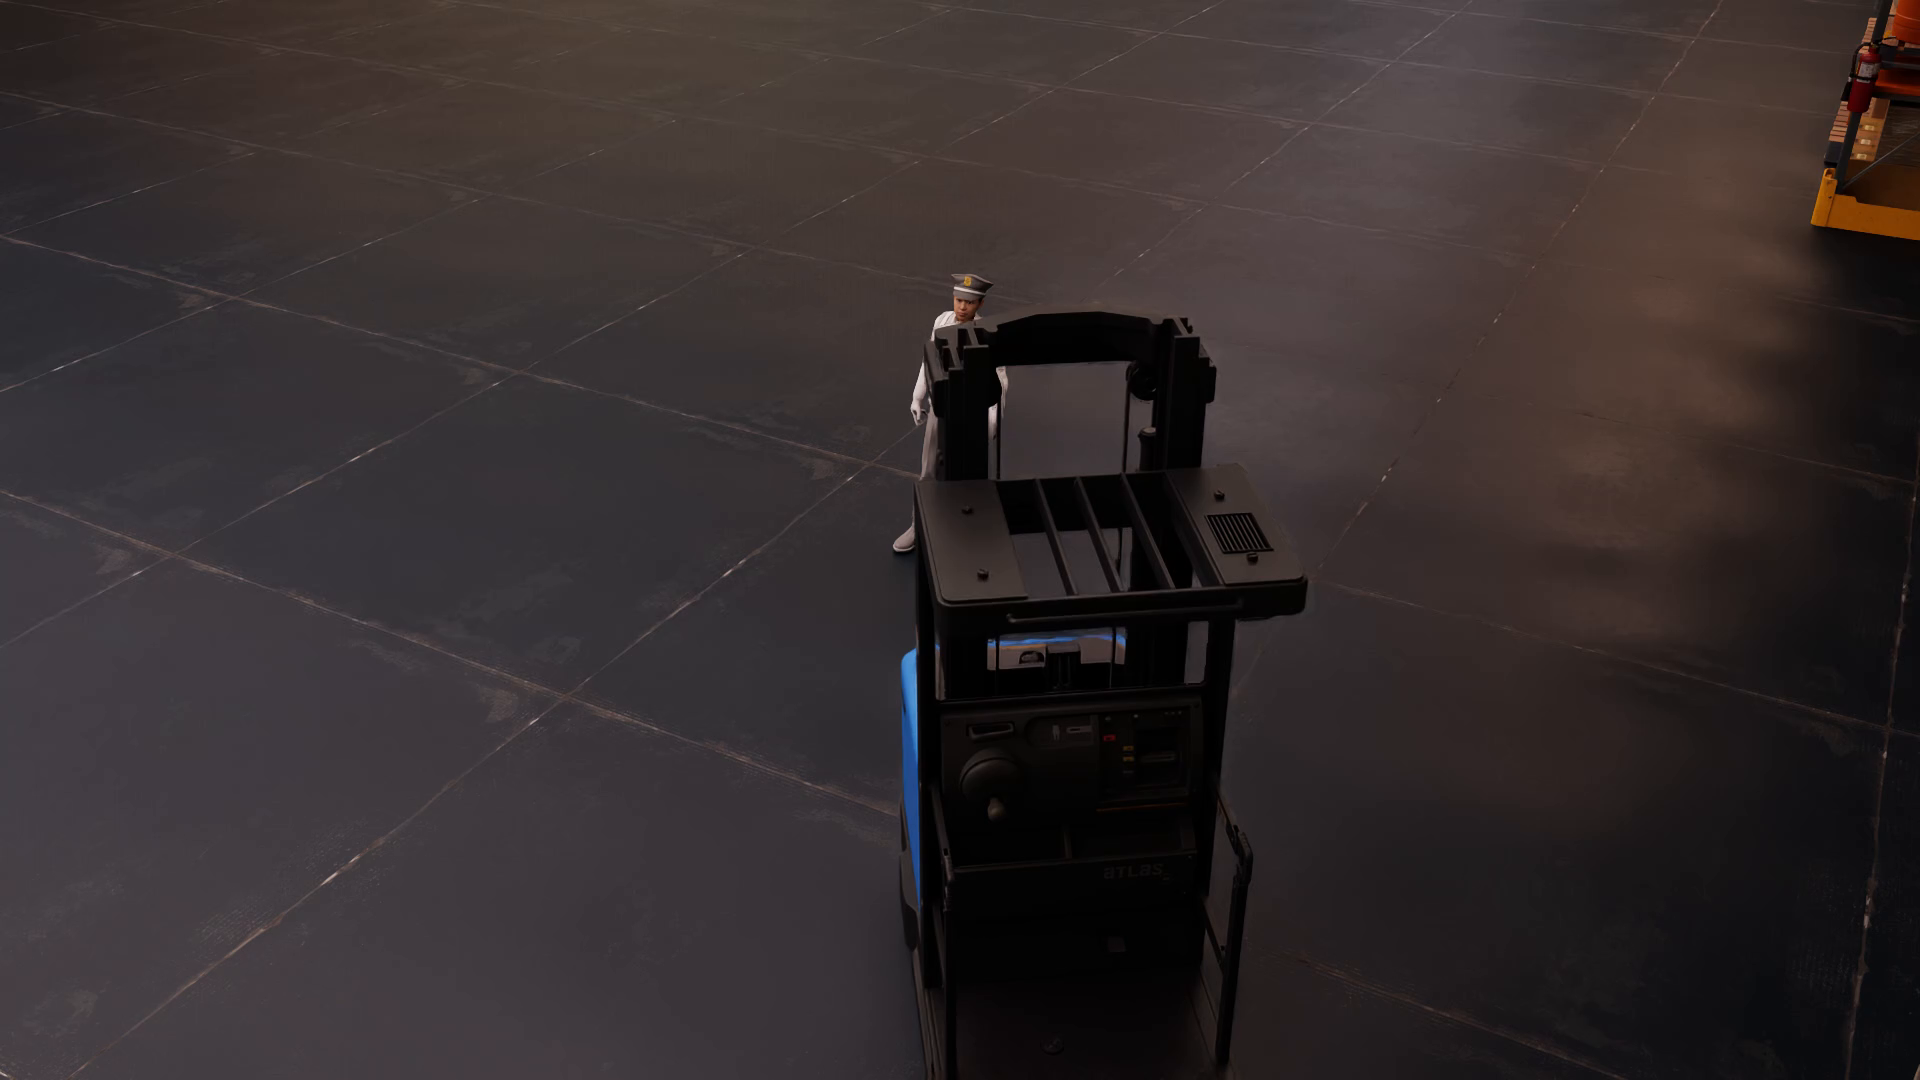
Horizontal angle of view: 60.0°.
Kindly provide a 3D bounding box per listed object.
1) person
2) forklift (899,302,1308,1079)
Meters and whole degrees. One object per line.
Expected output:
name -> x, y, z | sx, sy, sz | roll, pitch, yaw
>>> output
person -> -0.039, -0.712, 9.527 | 0.588, 1.695, 0.531 | 15, 33, 25
forklift -> 0.425, 0.816, 5.656 | 1.130, 2.935, 3.031 | -3, 30, -6
